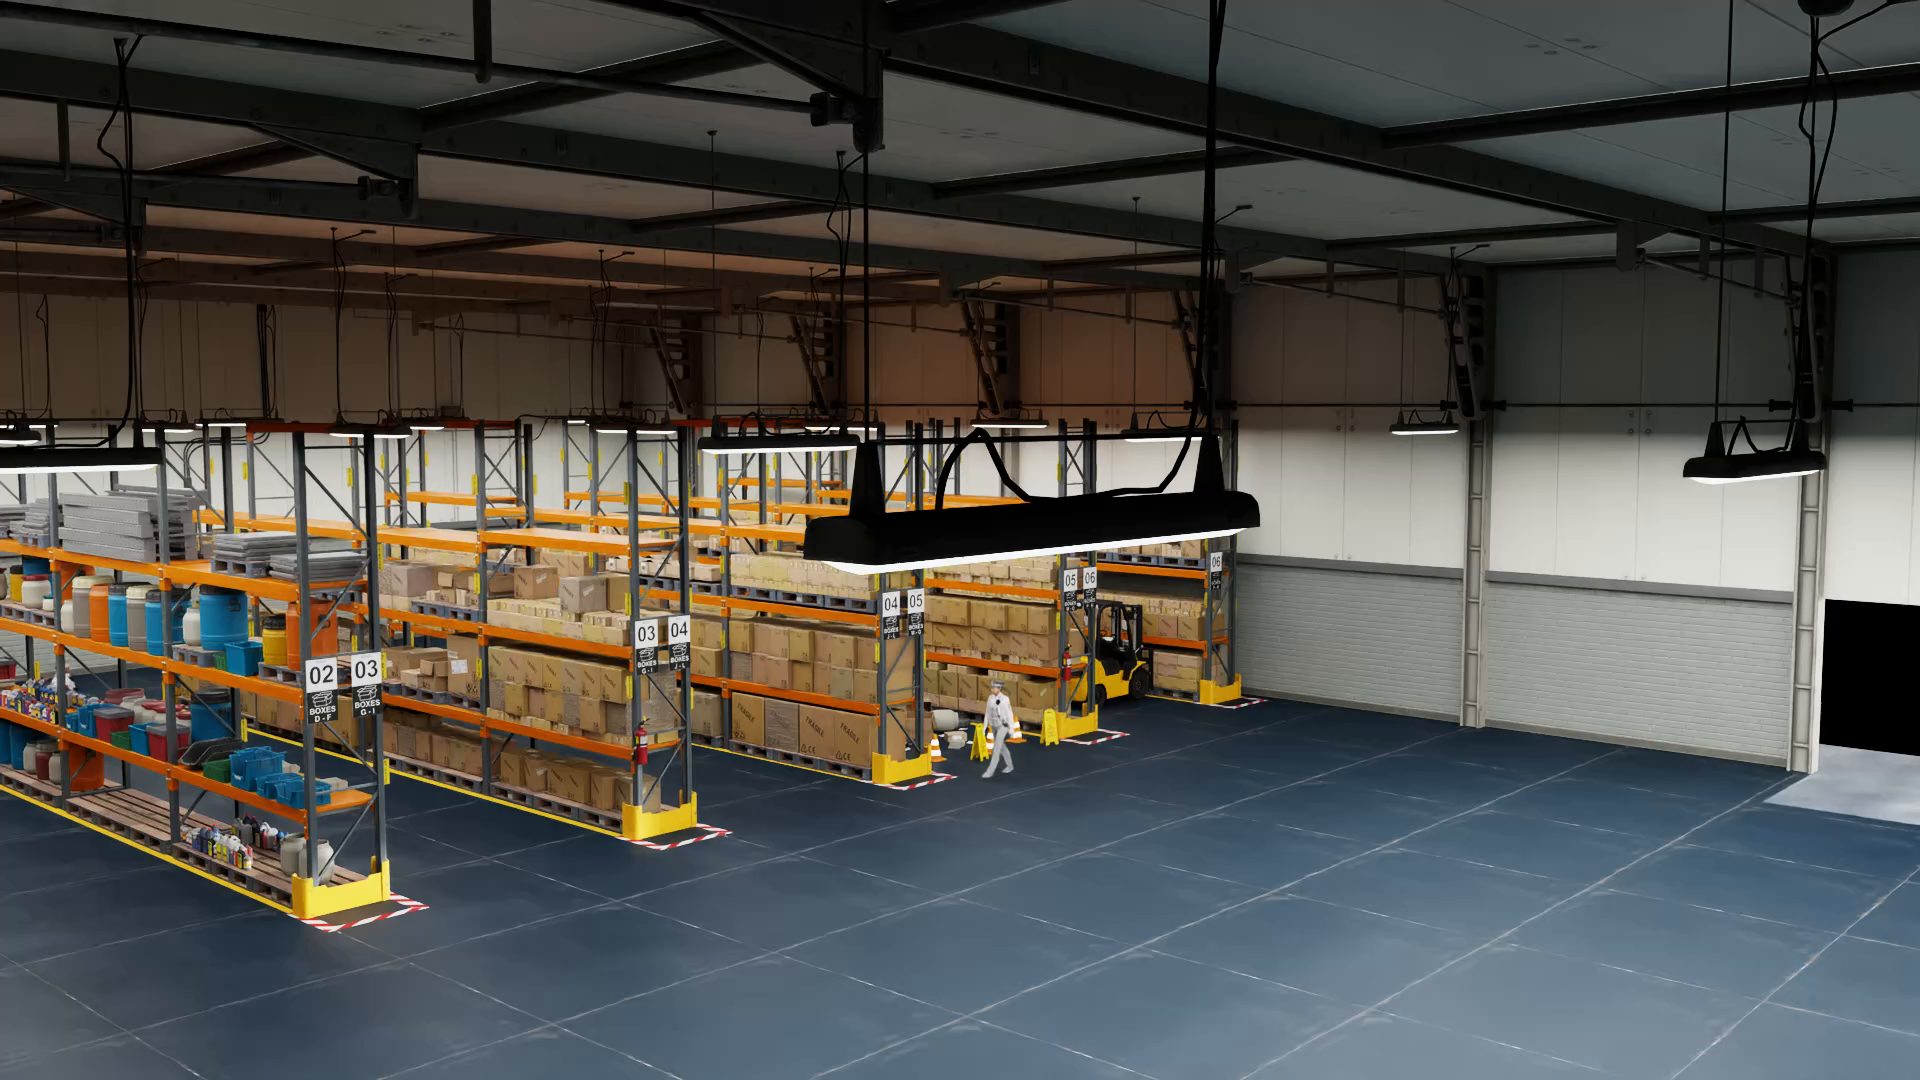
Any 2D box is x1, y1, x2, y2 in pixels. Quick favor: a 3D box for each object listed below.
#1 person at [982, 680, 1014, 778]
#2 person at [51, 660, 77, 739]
[{"bbox_3d":[0.599,3.184,28.252,0.912,1.636,0.510,-4,6,-40],"label":"person"},{"bbox_3d":[-16.499,2.999,30.615,1.079,1.614,0.506,1,5,16],"label":"person"}]
